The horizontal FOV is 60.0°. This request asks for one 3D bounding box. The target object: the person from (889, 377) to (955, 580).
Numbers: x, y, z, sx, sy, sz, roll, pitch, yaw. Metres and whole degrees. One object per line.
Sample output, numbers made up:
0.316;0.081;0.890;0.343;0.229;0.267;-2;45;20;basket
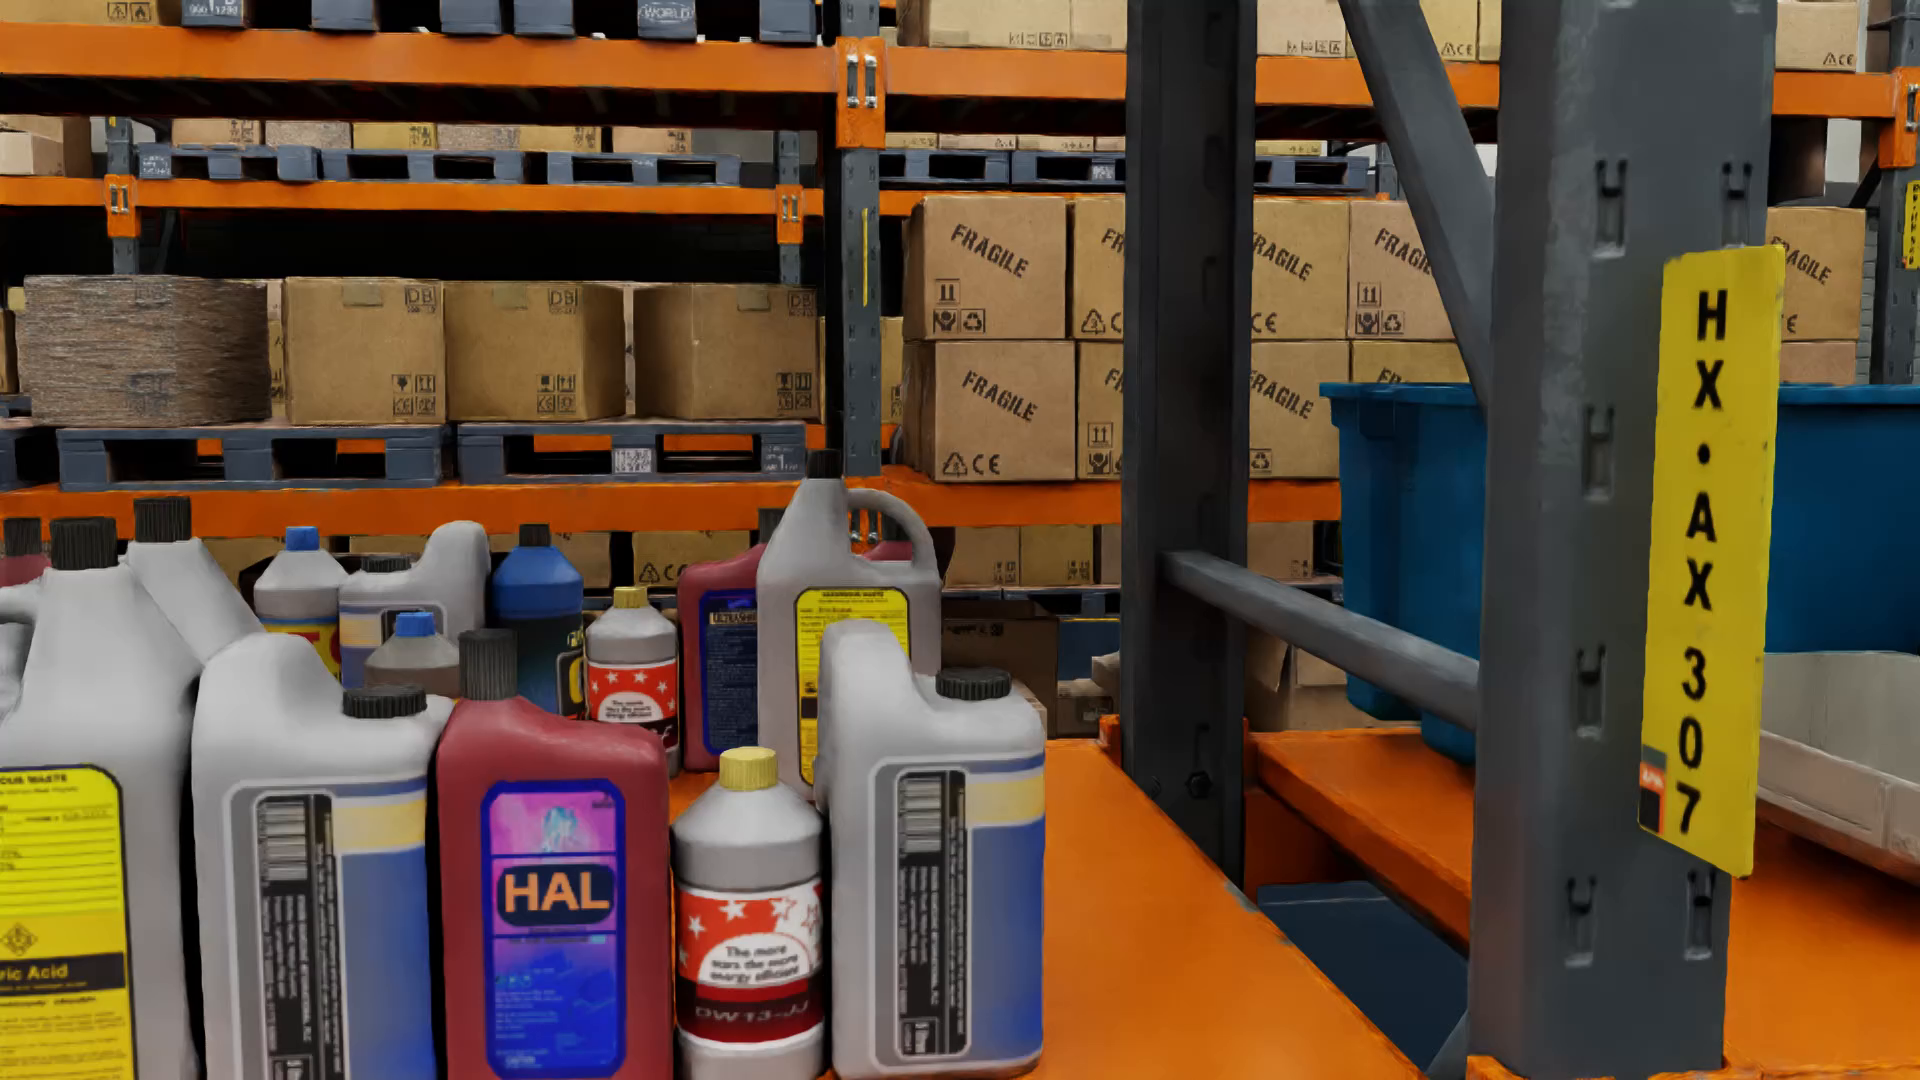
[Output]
-0.235;-0.003;7.945;0.517;1.747;0.785;-3;7;-24;person
